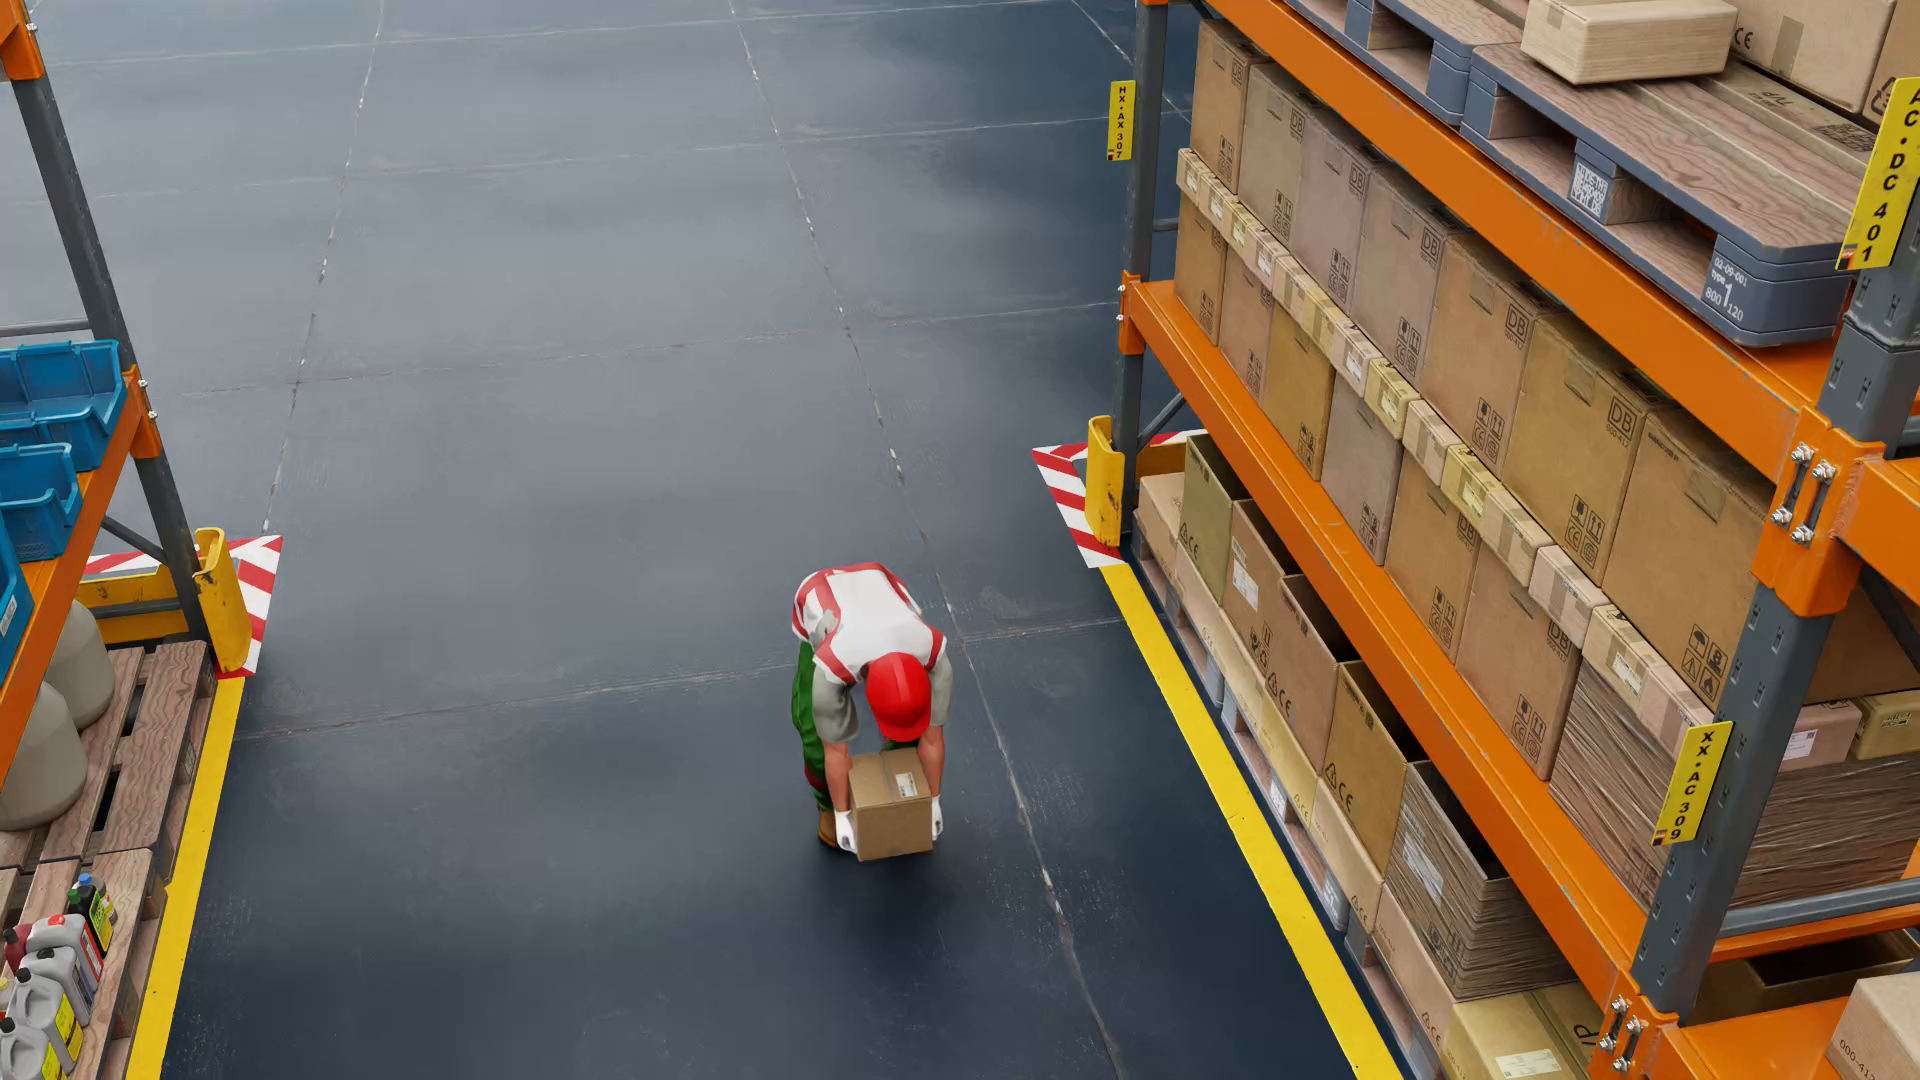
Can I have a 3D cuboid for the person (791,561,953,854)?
[{"bbox_3d":[-0.300,0.656,5.711,0.509,1.157,0.947,-9,35,-13],"label":"person"}]
